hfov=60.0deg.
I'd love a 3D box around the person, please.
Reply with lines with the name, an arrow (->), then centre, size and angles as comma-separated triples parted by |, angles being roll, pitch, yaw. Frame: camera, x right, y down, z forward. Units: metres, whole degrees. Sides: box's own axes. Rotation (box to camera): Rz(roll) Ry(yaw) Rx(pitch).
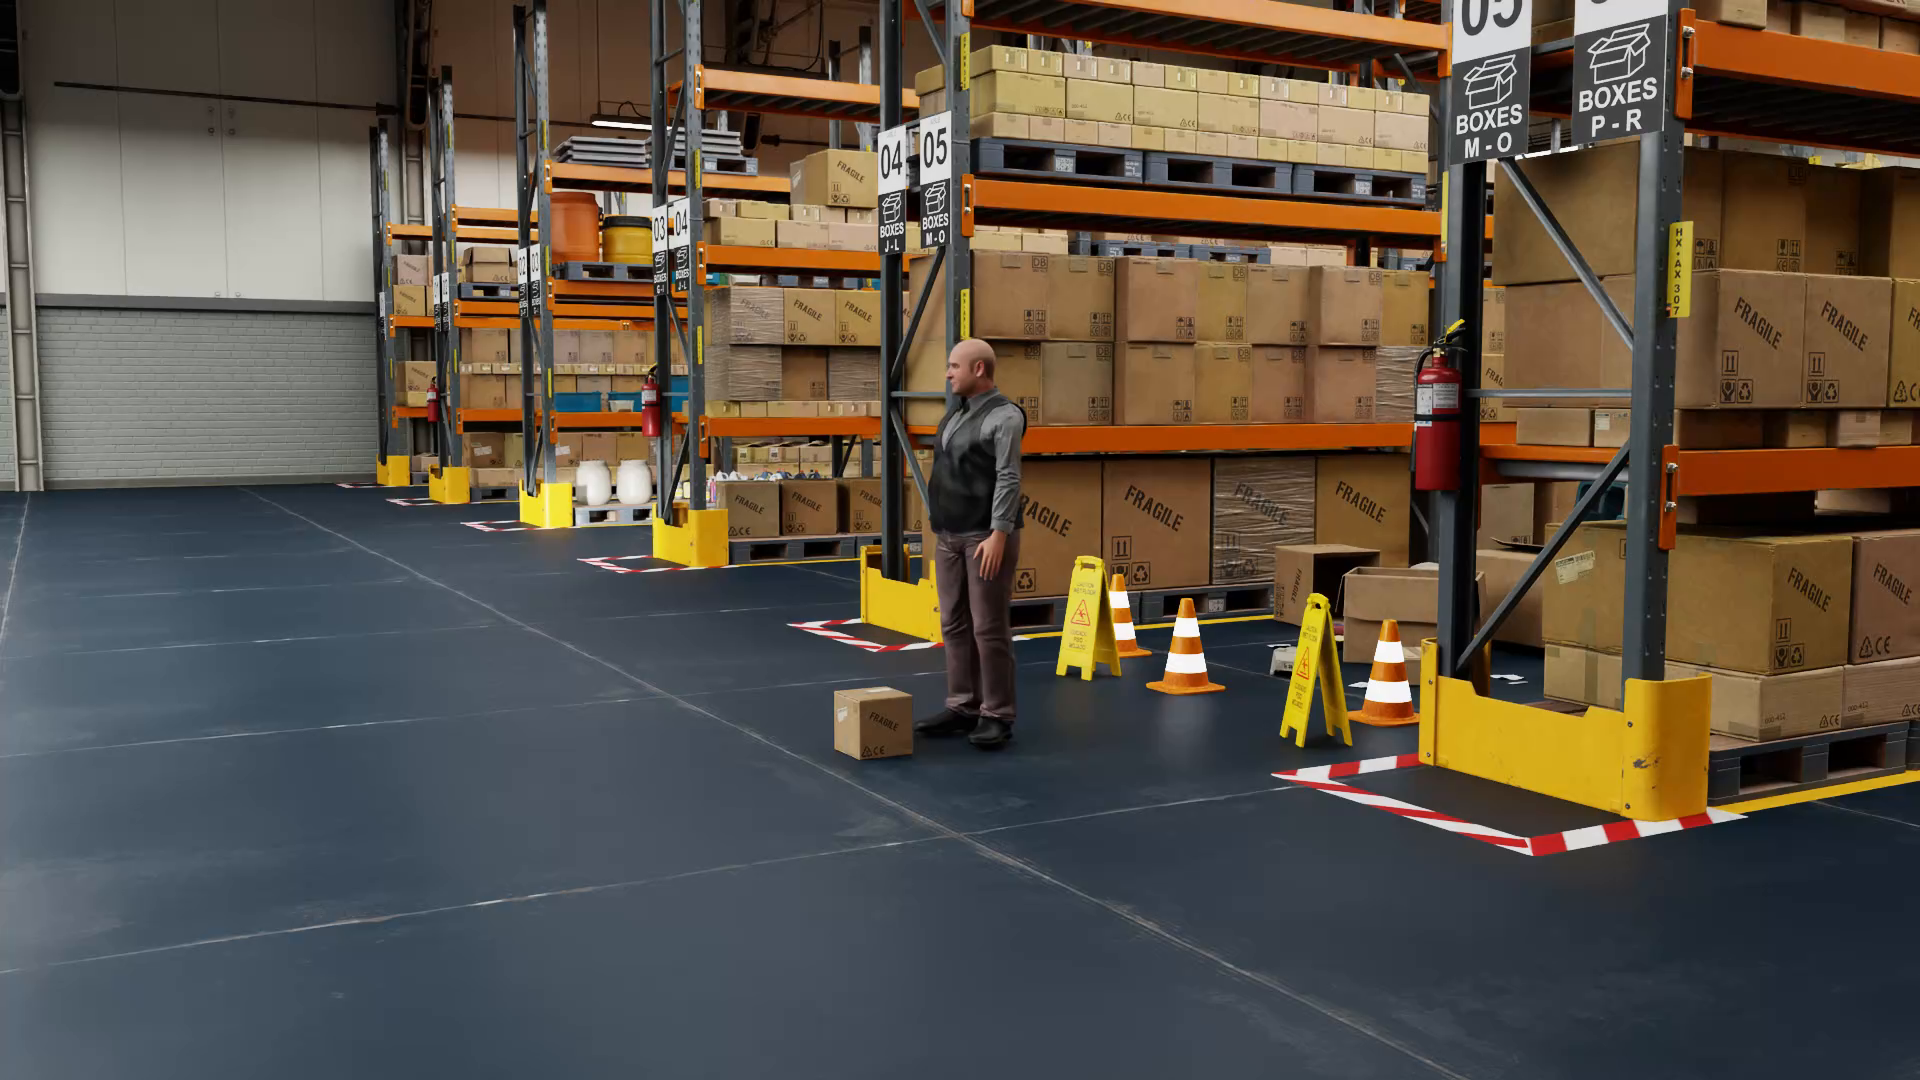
person -> 0.069, 0.000, 7.174 | 0.357, 1.726, 0.558 | -4, 6, -36
